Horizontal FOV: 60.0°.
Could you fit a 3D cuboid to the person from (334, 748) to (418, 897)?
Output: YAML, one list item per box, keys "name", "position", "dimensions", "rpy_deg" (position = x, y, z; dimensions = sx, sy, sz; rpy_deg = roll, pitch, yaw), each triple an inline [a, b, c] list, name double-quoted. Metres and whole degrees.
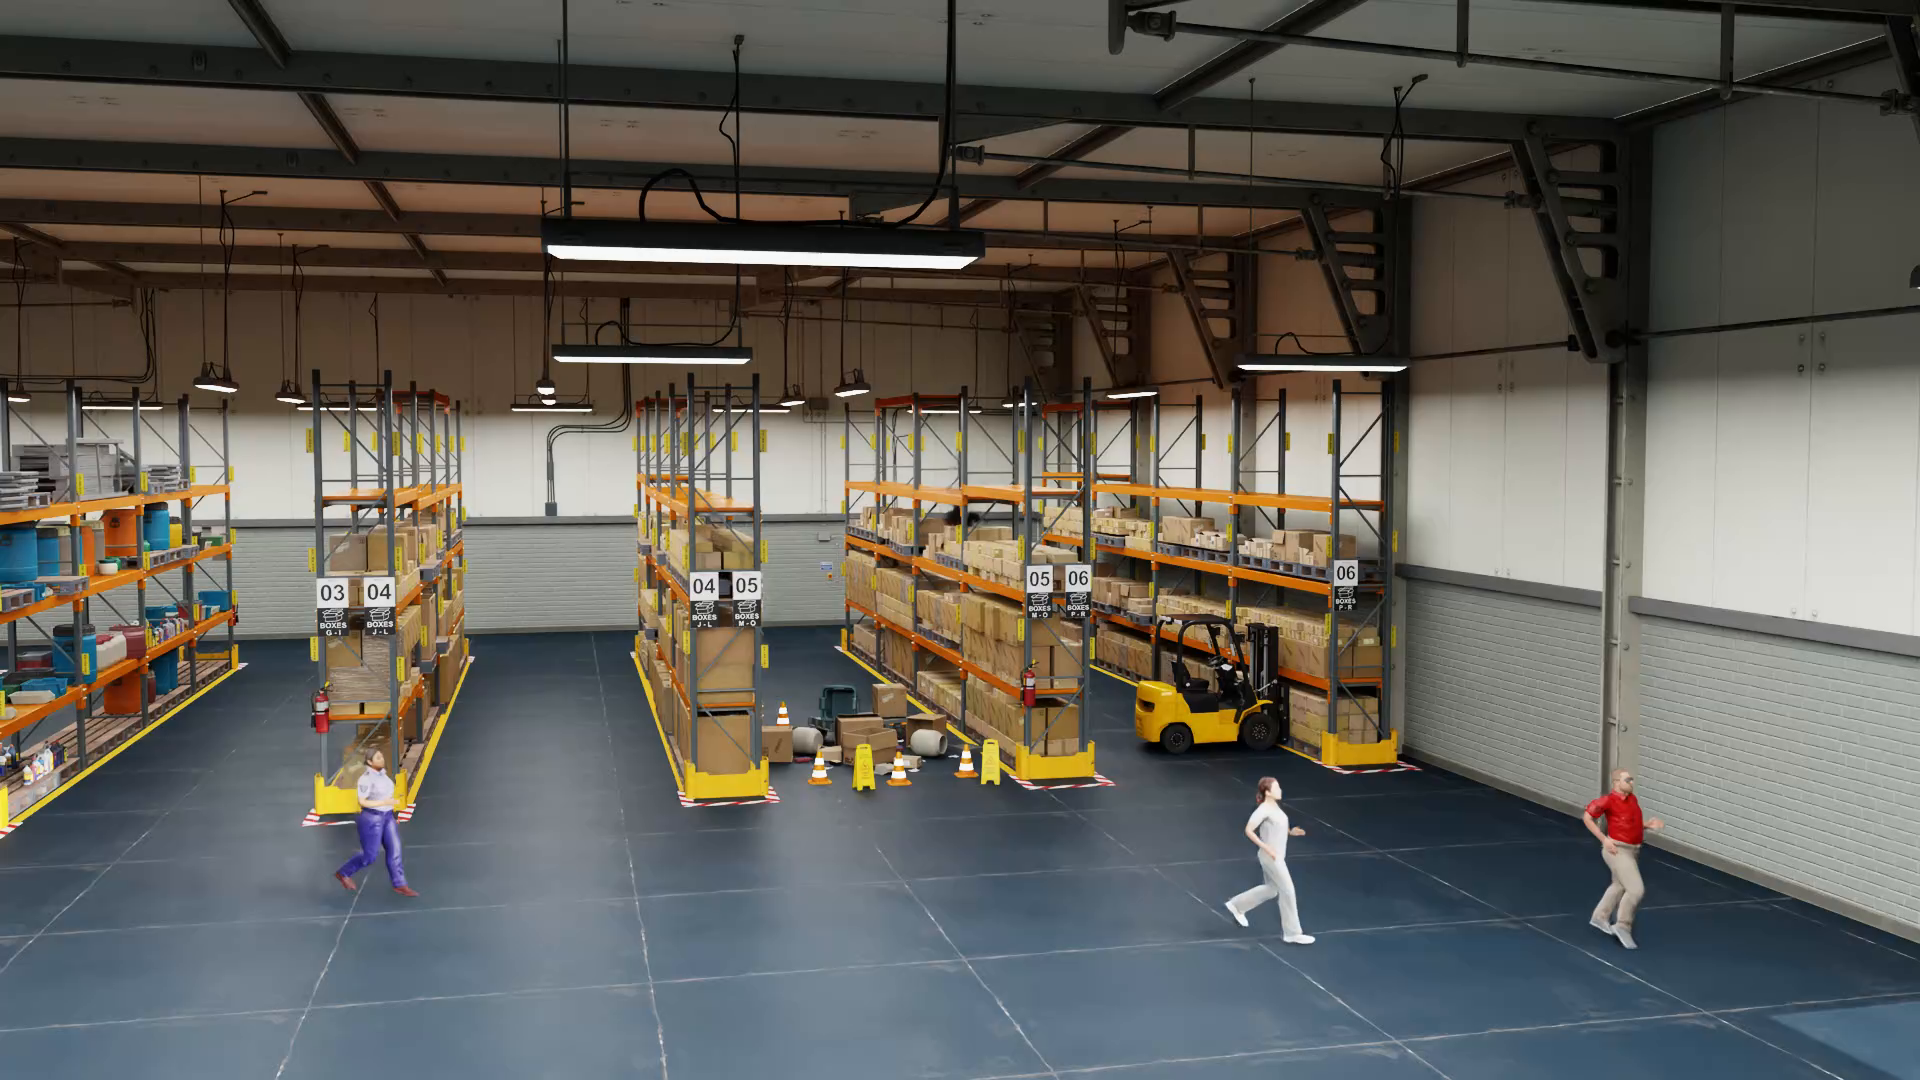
- name: "person"
  position: [-6.434, 3.110, 18.304]
  dimensions: [0.924, 1.648, 0.606]
  rpy_deg: [1, 3, 11]

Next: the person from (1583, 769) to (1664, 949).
- name: "person"
  position: [6.653, 3.192, 16.666]
  dimensions: [0.637, 1.790, 0.725]
  rpy_deg: [-3, 5, -44]

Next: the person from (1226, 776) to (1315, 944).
- name: "person"
  position: [3.116, 3.195, 16.729]
  dimensions: [0.929, 1.645, 0.574]
  rpy_deg: [1, 4, 24]
